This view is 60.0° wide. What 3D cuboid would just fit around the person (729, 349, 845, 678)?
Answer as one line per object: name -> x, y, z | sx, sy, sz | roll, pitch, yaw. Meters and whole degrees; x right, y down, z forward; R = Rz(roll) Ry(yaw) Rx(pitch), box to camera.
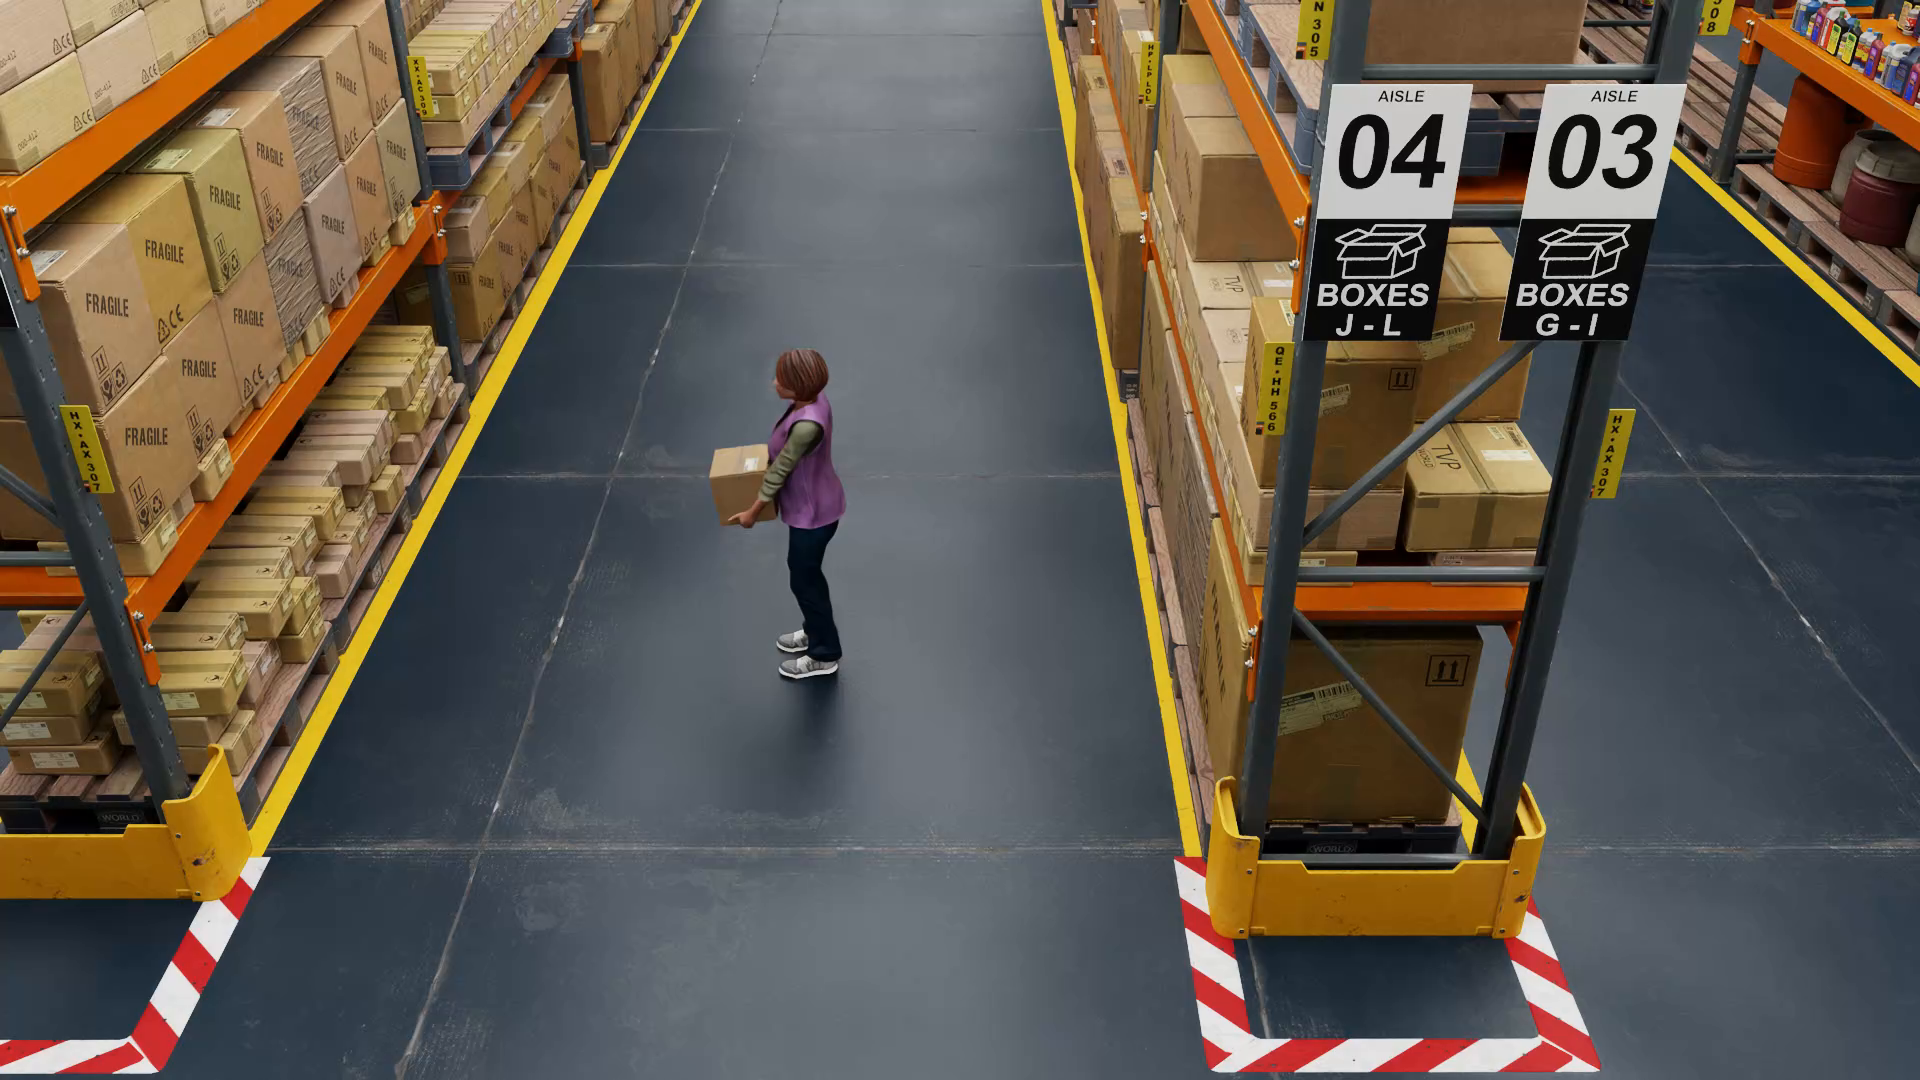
person -> -0.753, -0.117, 7.337 | 0.497, 1.598, 0.385 | 0, 32, 0
